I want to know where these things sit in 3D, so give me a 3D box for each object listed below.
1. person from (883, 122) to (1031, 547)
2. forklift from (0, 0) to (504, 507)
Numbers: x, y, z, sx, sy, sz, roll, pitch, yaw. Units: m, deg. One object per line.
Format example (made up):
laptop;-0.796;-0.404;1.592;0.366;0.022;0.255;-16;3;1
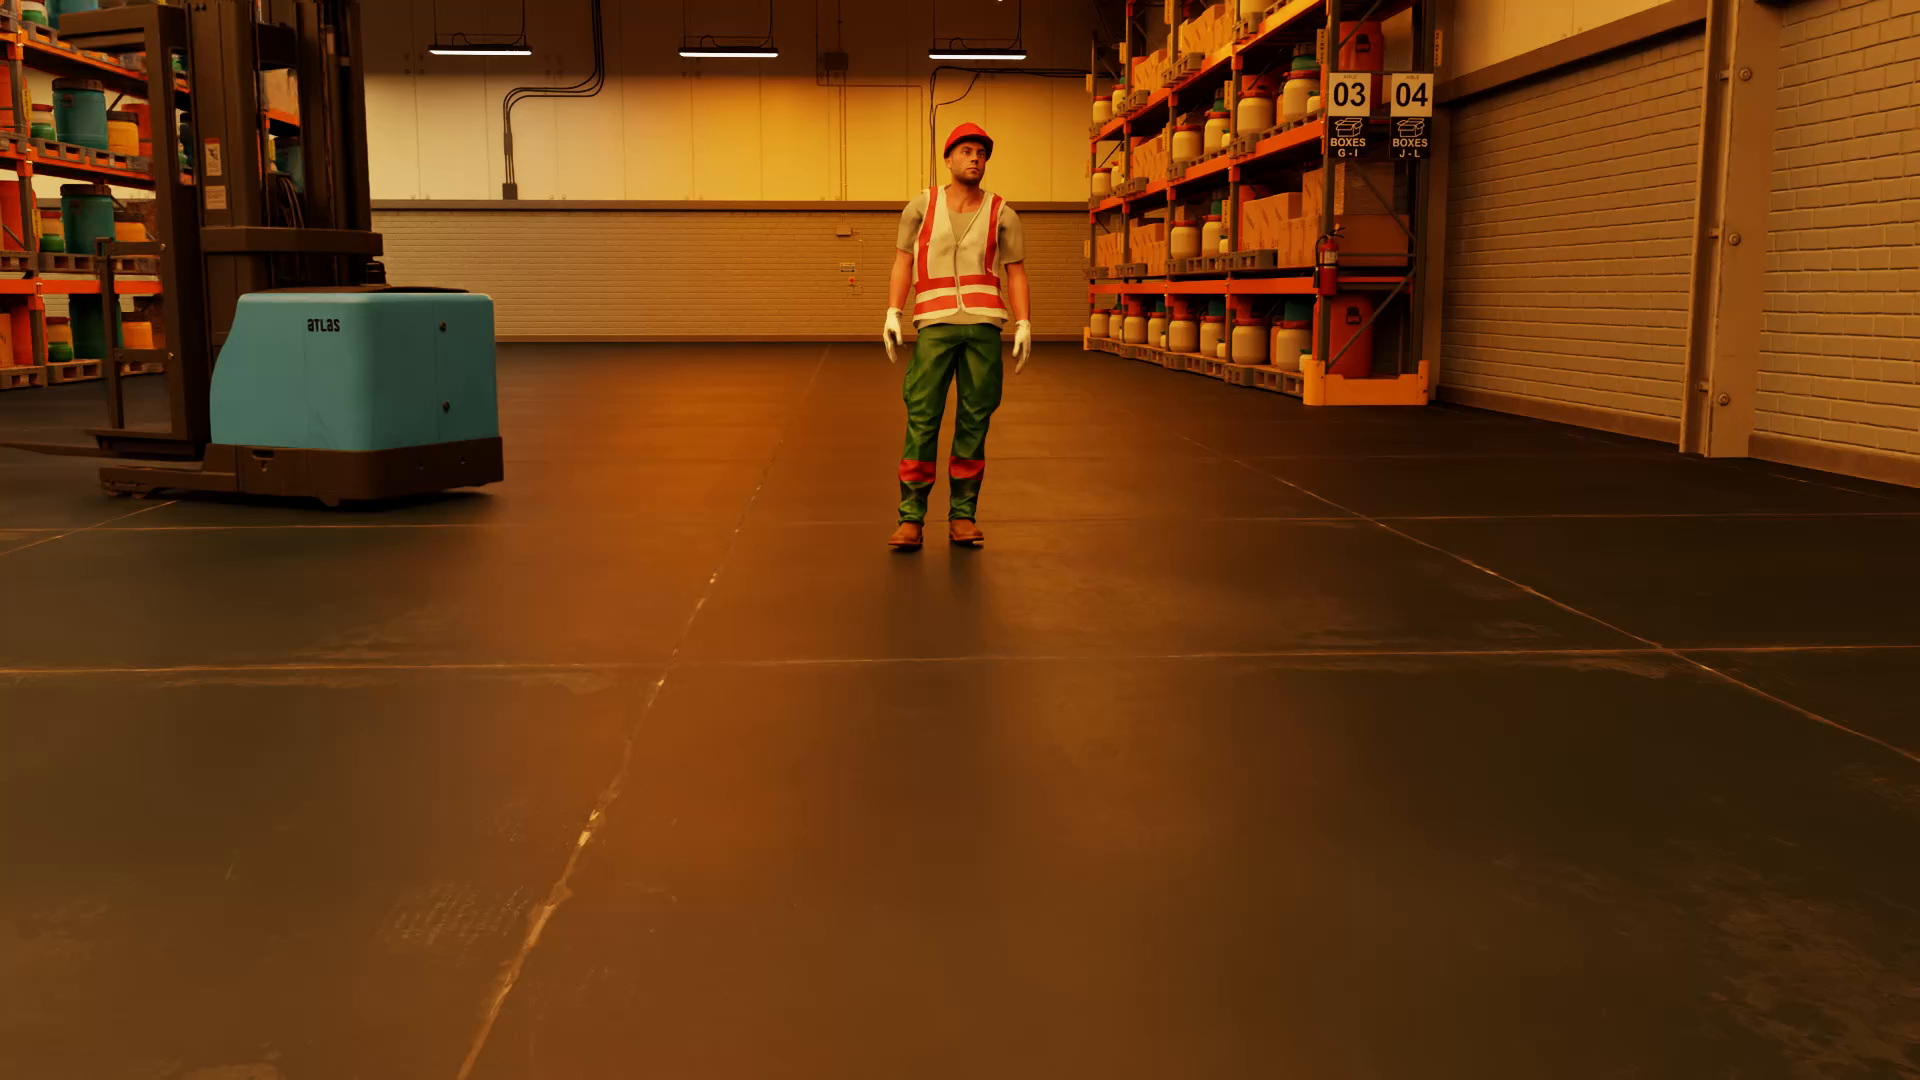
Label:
person;-0.008;-0.881;7.098;0.637;1.787;0.564;-1;8;-4
forklift;-4.022;-1.734;9.007;3.031;2.935;1.130;4;9;26
